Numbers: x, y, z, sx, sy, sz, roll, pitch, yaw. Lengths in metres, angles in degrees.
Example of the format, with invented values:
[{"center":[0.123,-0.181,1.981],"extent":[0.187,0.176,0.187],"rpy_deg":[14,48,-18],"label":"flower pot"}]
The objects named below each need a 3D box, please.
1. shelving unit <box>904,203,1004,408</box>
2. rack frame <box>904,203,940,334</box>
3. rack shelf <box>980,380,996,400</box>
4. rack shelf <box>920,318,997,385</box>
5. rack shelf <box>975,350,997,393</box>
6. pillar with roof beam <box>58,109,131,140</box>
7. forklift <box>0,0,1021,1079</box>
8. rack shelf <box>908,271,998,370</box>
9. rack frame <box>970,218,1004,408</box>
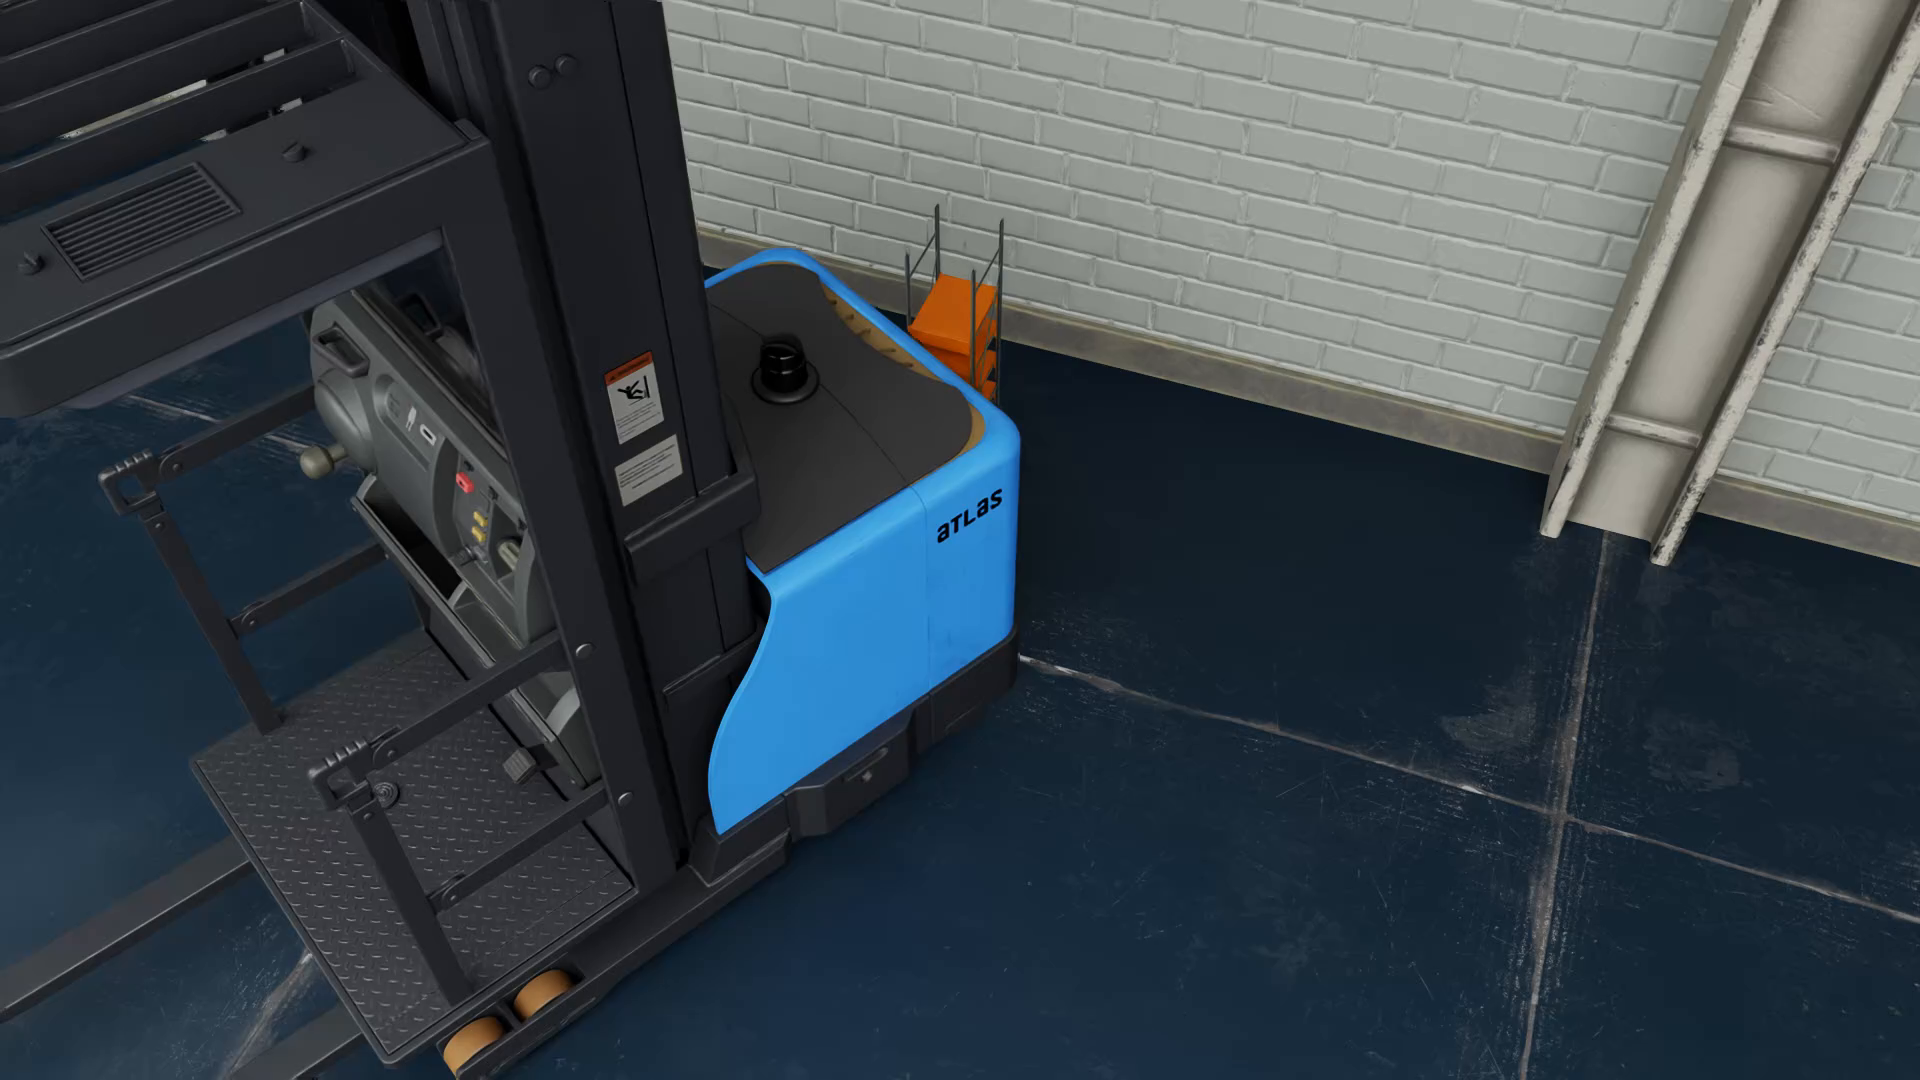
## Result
[{"center":[-0.014,-0.397,4.800],"extent":[0.189,1.200,0.258],"rpy_deg":[16,51,13],"label":"shelving unit"},{"center":[-0.099,-0.421,4.821],"extent":[0.006,1.200,0.240],"rpy_deg":[16,51,13],"label":"rack frame"},{"center":[-0.014,-0.368,4.833],"extent":[0.180,0.103,0.258],"rpy_deg":[16,51,13],"label":"rack shelf"},{"center":[-0.014,-0.525,4.652],"extent":[0.180,0.103,0.258],"rpy_deg":[16,51,13],"label":"rack shelf"},{"center":[-0.014,-0.446,4.743],"extent":[0.180,0.103,0.258],"rpy_deg":[16,51,13],"label":"rack shelf"},{"center":[-5.046,-1.544,0.633],"extent":[0.400,9.000,9.100],"rpy_deg":[16,51,13],"label":"pillar with roof beam"},{"center":[-1.283,-0.082,3.382],"extent":[3.031,2.935,1.130],"rpy_deg":[-33,57,-25],"label":"forklift"},{"center":[-0.014,-0.603,4.561],"extent":[0.180,0.103,0.258],"rpy_deg":[16,51,13],"label":"rack shelf"},{"center":[0.072,-0.373,4.779],"extent":[0.006,1.200,0.240],"rpy_deg":[16,51,13],"label":"rack frame"}]
